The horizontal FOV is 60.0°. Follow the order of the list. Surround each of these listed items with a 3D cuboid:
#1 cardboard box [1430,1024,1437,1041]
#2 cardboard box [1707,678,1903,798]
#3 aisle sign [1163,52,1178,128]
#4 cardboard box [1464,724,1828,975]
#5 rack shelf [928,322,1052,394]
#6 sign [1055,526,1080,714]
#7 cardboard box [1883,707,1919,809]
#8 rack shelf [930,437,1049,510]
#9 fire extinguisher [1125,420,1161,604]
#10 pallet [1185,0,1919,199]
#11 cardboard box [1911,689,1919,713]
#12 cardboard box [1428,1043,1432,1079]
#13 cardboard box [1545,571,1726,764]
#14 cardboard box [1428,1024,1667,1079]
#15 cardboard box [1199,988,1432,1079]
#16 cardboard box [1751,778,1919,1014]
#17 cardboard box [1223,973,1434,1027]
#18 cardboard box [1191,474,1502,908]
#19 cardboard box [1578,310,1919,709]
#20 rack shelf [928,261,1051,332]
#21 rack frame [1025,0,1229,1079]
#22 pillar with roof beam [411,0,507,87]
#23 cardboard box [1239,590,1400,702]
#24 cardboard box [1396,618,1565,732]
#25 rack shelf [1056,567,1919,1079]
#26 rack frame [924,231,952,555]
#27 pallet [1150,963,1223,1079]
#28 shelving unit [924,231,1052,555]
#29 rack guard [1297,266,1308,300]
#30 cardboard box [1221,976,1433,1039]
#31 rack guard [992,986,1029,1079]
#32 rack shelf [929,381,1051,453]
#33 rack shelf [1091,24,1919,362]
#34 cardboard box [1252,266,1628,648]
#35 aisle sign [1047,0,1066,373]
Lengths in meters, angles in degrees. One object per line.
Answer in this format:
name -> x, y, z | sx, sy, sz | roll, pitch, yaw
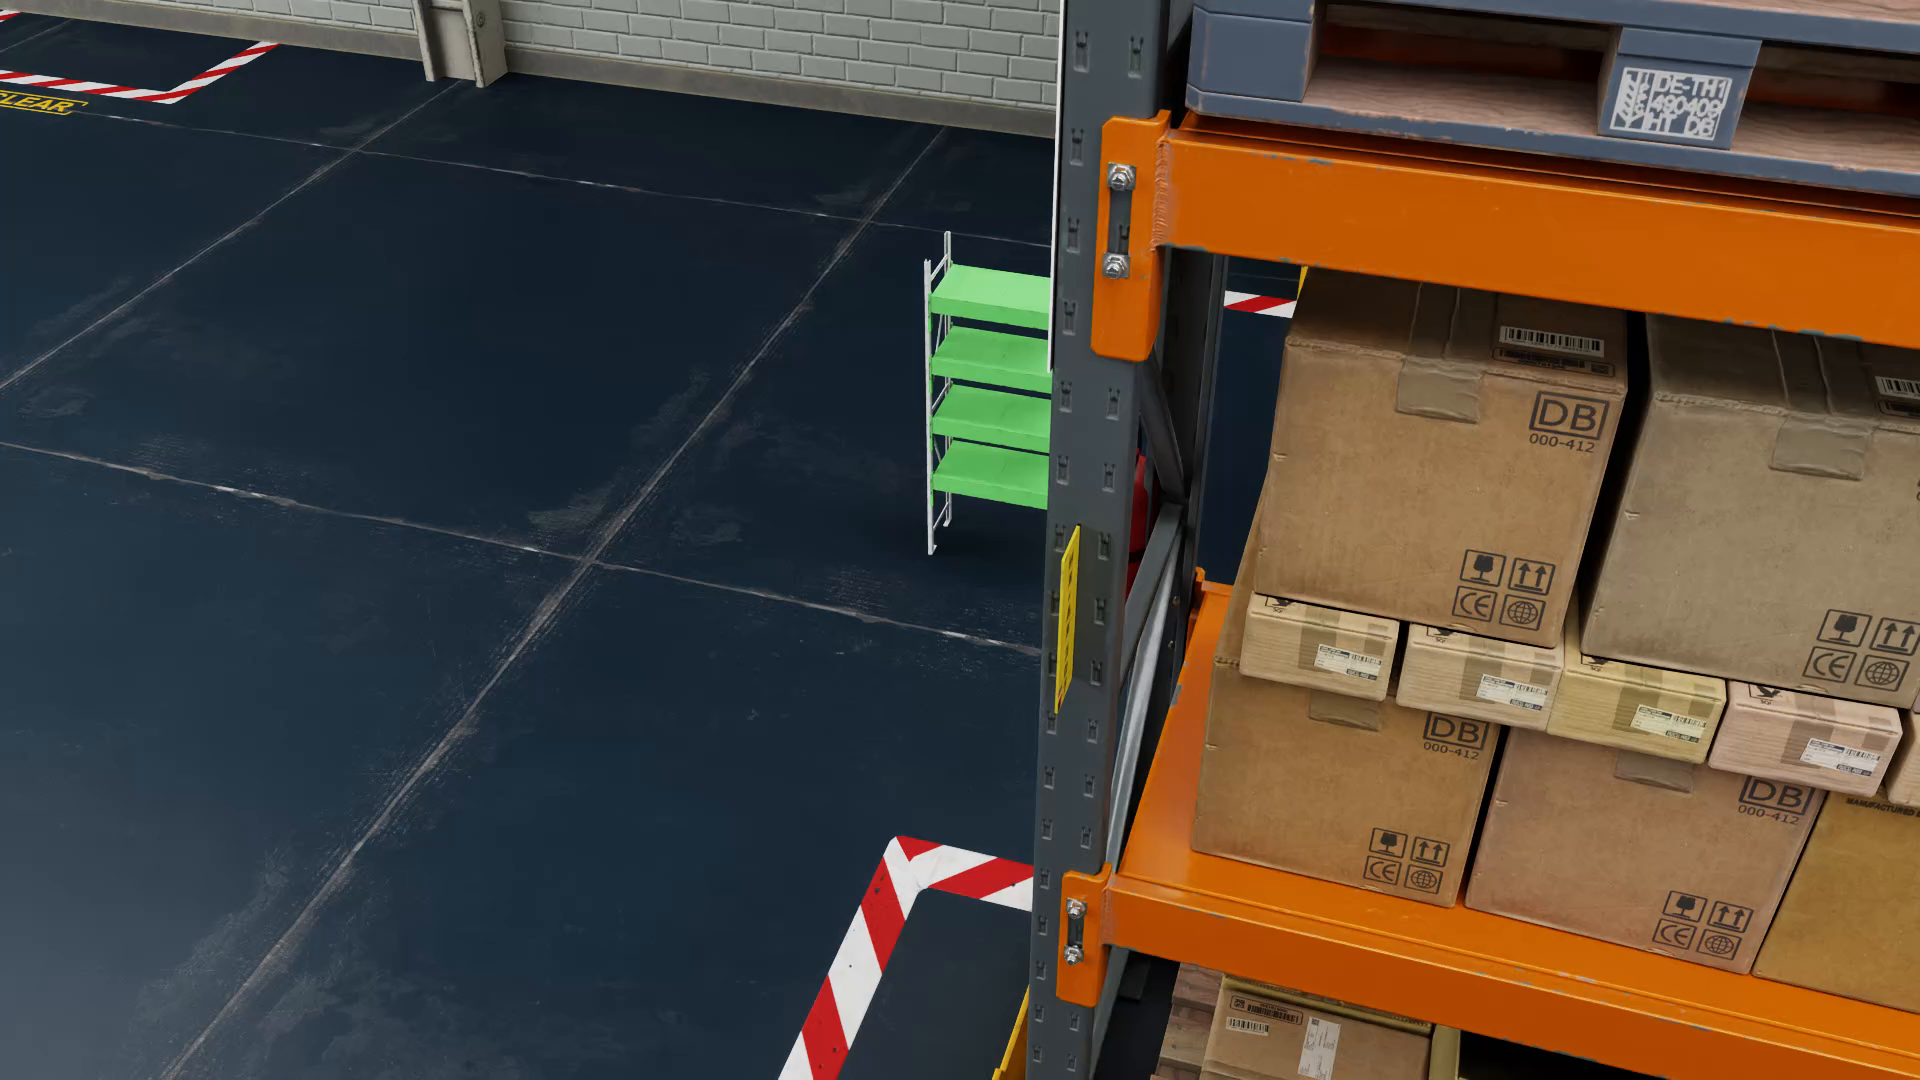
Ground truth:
cardboard box -> 1.428, 1.150, 4.123 | 0.500, 0.250, 0.500 | 10, 38, 14
cardboard box -> 1.389, 0.228, 2.778 | 0.250, 0.149, 0.380 | 10, 38, 13
aisle sign -> 0.372, -1.023, 2.916 | 0.004, 0.787, 0.394 | 10, 38, 14
cardboard box -> 1.292, 0.342, 3.171 | 0.500, 0.500, 0.700 | 11, 38, 15
rack shelf -> 0.158, -0.596, 5.750 | 0.480, 0.148, 0.258 | 10, 38, 14
sign -> 0.176, 0.135, 2.739 | 0.005, 0.325, 0.100 | 10, 38, 14
cardboard box -> 1.644, 0.273, 2.716 | 0.250, 0.149, 0.380 | 9, 37, 12
rack shelf -> 0.158, -0.209, 6.035 | 0.480, 0.148, 0.258 | 10, 38, 14
fire extinguisher -> 0.373, -0.050, 3.853 | 0.183, 0.674, 0.296 | 10, 38, 14
pallet -> 1.015, -0.831, 2.392 | 1.213, 0.211, 1.003 | 10, 38, 14
cardboard box -> 1.825, -0.083, 2.653 | 0.500, 0.500, 0.700 | 11, 38, 14
cardboard box -> 1.272, 1.447, 3.718 | 0.500, 0.250, 0.500 | 10, 38, 14
cardboard box -> 1.148, 0.182, 2.841 | 0.250, 0.149, 0.380 | 11, 38, 14
cardboard box -> 1.271, 1.146, 3.495 | 0.500, 0.500, 0.500 | 10, 38, 14
cardboard box -> 0.793, 1.361, 3.836 | 0.500, 0.250, 0.500 | 10, 38, 14
cardboard box -> 1.764, 0.433, 3.047 | 0.500, 0.500, 0.700 | 11, 38, 14
cardboard box -> 0.948, 0.765, 4.013 | 0.500, 0.500, 0.500 | 10, 38, 14
cardboard box -> 0.789, 0.252, 3.293 | 0.500, 0.500, 0.700 | 11, 38, 14
cardboard box -> 1.344, -0.172, 2.774 | 0.500, 0.500, 0.700 | 10, 37, 13
rack shelf -> 0.158, -0.789, 5.608 | 0.480, 0.148, 0.258 | 10, 38, 14
rack frame -> 0.348, 0.202, 3.445 | 0.127, 3.000, 1.000 | 10, 38, 14
pillar with roof beam -> -4.263, -4.008, 4.104 | 0.400, 9.000, 9.100 | 10, 38, 14
cardboard box -> 0.658, 0.092, 2.963 | 0.250, 0.149, 0.380 | 10, 38, 14
cardboard box -> 0.911, 0.137, 2.902 | 0.250, 0.149, 0.380 | 10, 37, 13
rack shelf -> 2.257, 0.845, 3.178 | 4.000, 0.370, 1.077 | 10, 38, 14
rack frame -> -0.075, -0.497, 5.913 | 0.015, 1.200, 0.240 | 10, 38, 14
pallet -> 1.090, 1.437, 4.120 | 1.213, 0.211, 1.003 | 10, 38, 14
shelving unit -> 0.158, -0.454, 5.855 | 0.503, 1.200, 0.258 | 10, 38, 14
rack guard -> 1.894, -1.581, 7.976 | 0.348, 0.500, 1.175 | 10, 38, 14
cardboard box -> 0.948, 1.068, 4.234 | 0.500, 0.250, 0.500 | 10, 38, 14
rack guard -> 0.325, 1.205, 4.191 | 0.348, 0.500, 1.175 | 10, 38, 14
rack shelf -> 0.158, -0.403, 5.892 | 0.480, 0.148, 0.258 | 10, 38, 14
rack shelf -> 2.257, -0.363, 2.289 | 4.000, 0.370, 1.077 | 10, 38, 14
cardboard box -> 0.840, -0.261, 2.896 | 0.500, 0.500, 0.700 | 11, 38, 14
aisle sign -> 0.194, -0.683, 2.454 | 0.004, 0.787, 0.394 | 10, 38, 14
